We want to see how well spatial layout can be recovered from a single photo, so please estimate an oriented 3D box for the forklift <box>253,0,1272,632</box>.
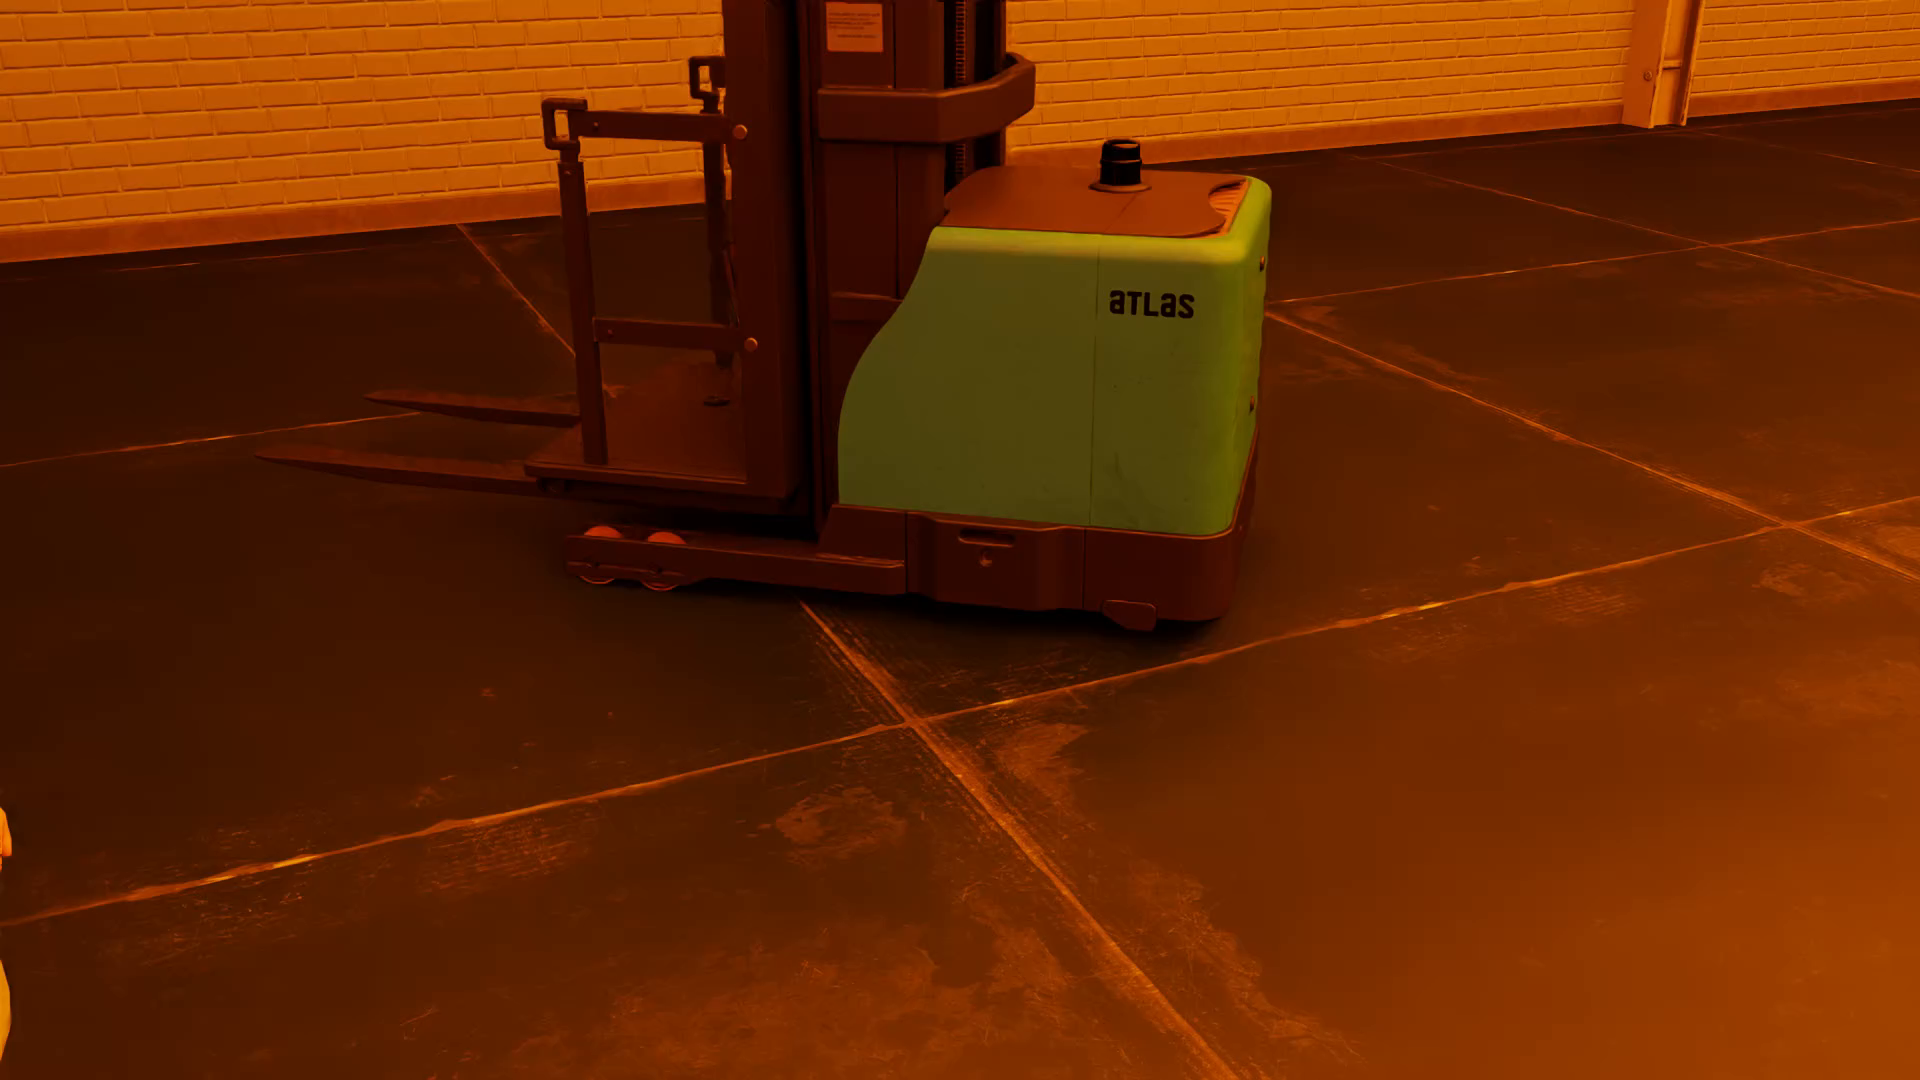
[{"bbox_3d":[-0.648,-1.397,4.648,3.031,2.935,1.130,5,23,13],"label":"forklift"}]
